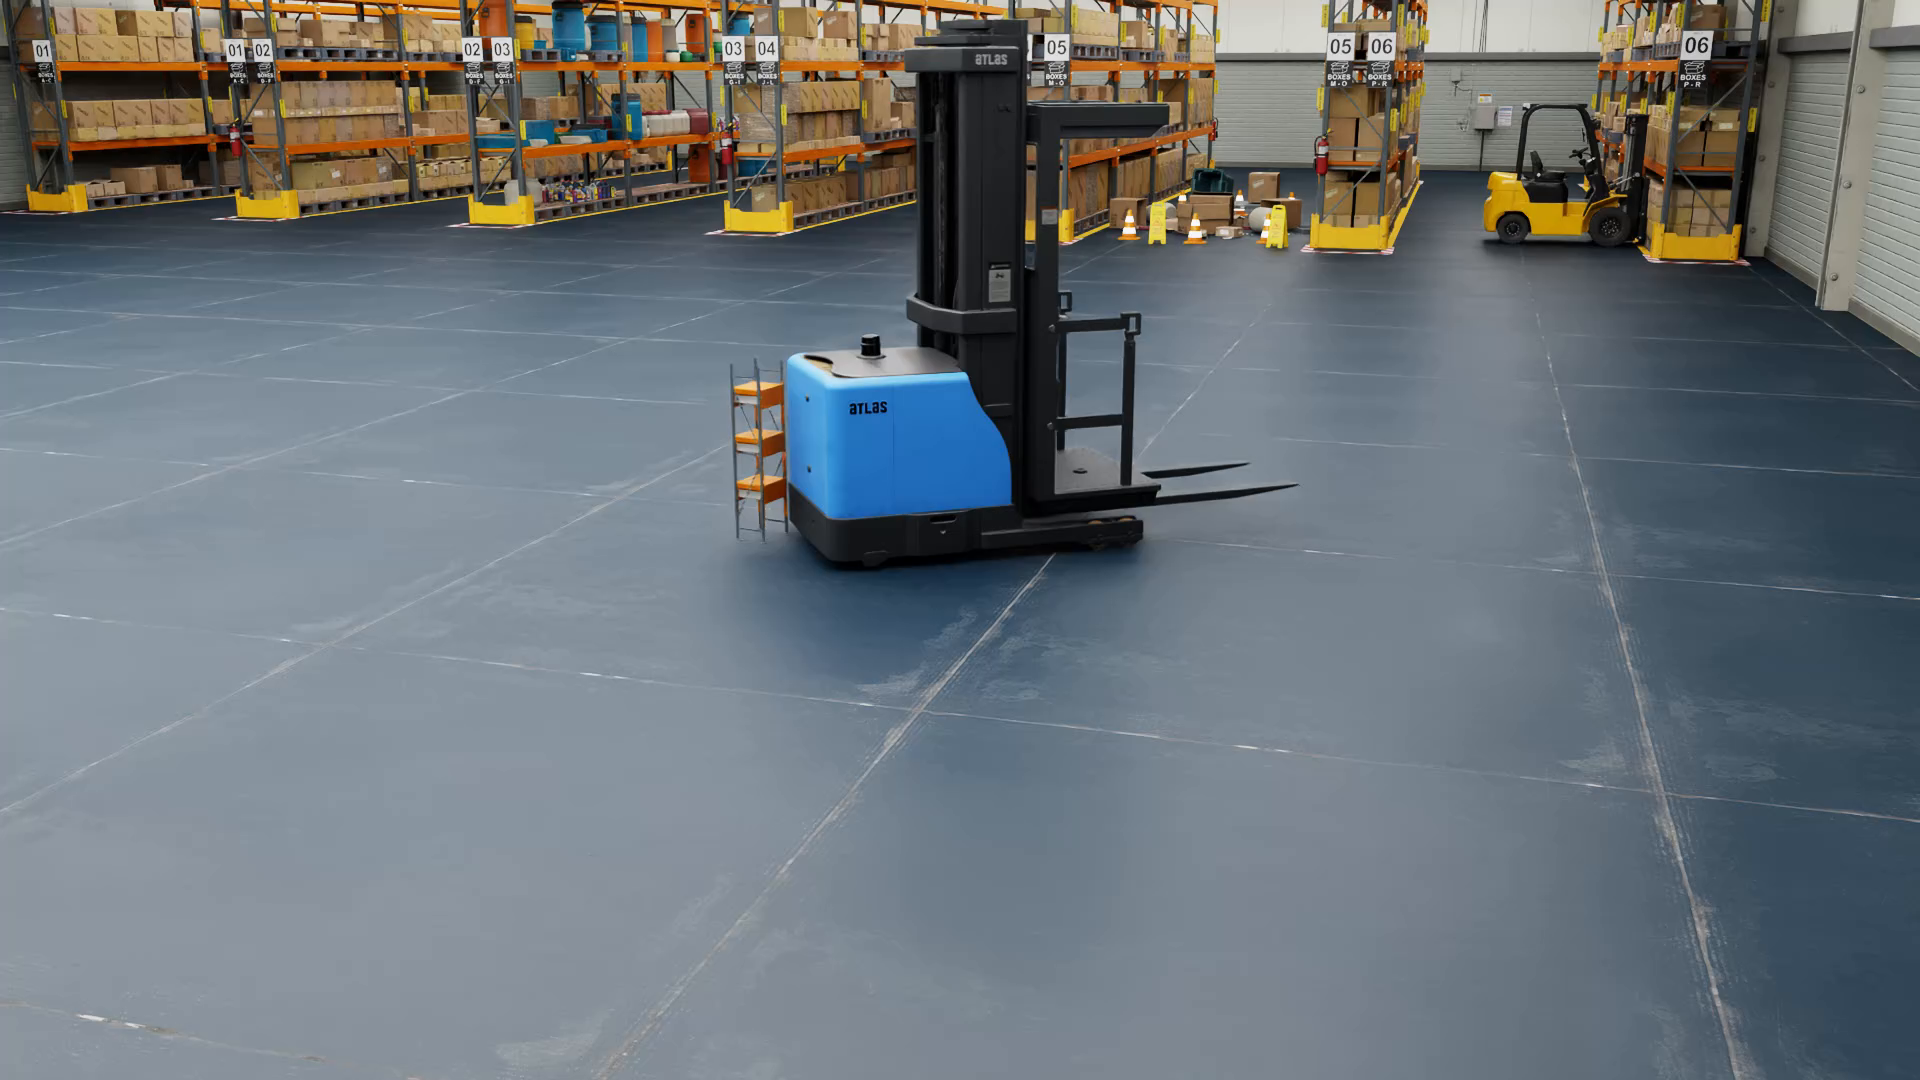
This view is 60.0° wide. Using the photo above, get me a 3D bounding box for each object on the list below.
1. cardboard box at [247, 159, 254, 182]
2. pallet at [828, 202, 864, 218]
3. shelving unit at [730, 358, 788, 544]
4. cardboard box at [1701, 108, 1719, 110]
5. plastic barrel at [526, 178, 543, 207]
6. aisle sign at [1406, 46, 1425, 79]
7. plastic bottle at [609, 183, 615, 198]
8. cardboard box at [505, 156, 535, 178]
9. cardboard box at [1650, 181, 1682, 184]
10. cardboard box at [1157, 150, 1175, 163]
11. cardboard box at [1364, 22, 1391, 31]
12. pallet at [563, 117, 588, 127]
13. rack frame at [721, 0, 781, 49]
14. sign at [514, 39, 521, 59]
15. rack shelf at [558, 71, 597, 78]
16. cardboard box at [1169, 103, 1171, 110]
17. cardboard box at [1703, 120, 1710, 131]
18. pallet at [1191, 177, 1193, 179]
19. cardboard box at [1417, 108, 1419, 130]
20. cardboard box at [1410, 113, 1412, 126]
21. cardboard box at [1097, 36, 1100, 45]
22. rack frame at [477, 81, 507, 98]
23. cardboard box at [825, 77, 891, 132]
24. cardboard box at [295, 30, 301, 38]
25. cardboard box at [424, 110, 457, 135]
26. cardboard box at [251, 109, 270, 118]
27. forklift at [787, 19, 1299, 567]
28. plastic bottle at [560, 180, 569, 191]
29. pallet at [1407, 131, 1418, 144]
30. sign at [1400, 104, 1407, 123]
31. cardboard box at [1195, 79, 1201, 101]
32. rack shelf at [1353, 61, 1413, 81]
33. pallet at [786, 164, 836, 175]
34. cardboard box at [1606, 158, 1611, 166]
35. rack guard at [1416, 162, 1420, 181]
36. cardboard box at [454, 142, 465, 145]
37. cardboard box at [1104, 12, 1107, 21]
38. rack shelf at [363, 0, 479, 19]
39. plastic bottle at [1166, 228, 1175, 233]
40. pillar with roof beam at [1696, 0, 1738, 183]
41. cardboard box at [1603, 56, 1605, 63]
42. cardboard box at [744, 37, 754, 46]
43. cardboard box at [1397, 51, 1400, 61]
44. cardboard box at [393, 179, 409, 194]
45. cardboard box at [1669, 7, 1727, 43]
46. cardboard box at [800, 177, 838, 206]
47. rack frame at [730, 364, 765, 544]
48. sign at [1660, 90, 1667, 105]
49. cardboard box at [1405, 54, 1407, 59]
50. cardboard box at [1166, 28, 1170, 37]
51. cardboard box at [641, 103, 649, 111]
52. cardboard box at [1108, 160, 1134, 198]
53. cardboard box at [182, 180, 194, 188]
[{"bbox_3d":[-16.292,-8.288,37.326,0.700,0.500,0.500,4,16,15],"label":"cardboard box"},{"bbox_3d":[-2.494,-6.273,31.560,1.003,0.211,1.213,5,16,16],"label":"pallet"},{"bbox_3d":[-1.175,-0.523,9.747,0.215,1.050,0.252,8,18,26],"label":"shelving unit"},{"bbox_3d":[11.392,-6.440,25.119,0.380,0.149,0.250,5,17,18],"label":"cardboard box"},{"bbox_3d":[-7.966,-6.445,30.846,0.421,0.512,0.421,0,16,0],"label":"plastic barrel"},{"bbox_3d":[10.892,-11.410,39.795,0.394,0.787,0.004,5,16,16],"label":"aisle sign"},{"bbox_3d":[-6.906,-6.931,32.940,0.061,0.283,0.133,5,17,19],"label":"plastic bottle"},{"bbox_3d":[-10.294,-8.715,38.833,0.500,0.500,0.500,5,17,18],"label":"cardboard box"},{"bbox_3d":[11.044,-5.498,26.154,0.500,0.250,0.500,4,16,15],"label":"cardboard box"},{"bbox_3d":[4.399,-8.348,36.202,0.500,0.250,0.500,4,16,13],"label":"cardboard box"},{"bbox_3d":[6.324,-7.761,25.198,0.380,0.149,0.250,5,16,15],"label":"cardboard box"},{"bbox_3d":[-9.892,-10.363,41.219,1.003,0.211,1.213,5,16,16],"label":"pallet"},{"bbox_3d":[-3.474,-9.633,27.301,1.000,3.000,0.127,5,16,16],"label":"rack frame"},{"bbox_3d":[-7.696,-8.535,28.908,0.100,0.325,0.005,5,16,16],"label":"sign"},{"bbox_3d":[-10.129,-11.229,39.744,1.077,0.370,4.000,5,16,16],"label":"rack shelf"},{"bbox_3d":[4.365,-9.382,36.009,0.380,0.149,0.250,4,16,13],"label":"cardboard box"},{"bbox_3d":[11.142,-6.093,24.441,0.380,0.149,0.250,5,16,16],"label":"cardboard box"},{"bbox_3d":[5.165,-8.632,39.877,1.003,0.211,1.213,5,16,16],"label":"pallet"},{"bbox_3d":[10.263,-9.664,38.221,0.500,0.500,0.500,5,17,18],"label":"cardboard box"},{"bbox_3d":[8.984,-8.618,34.074,0.500,0.250,0.500,5,16,16],"label":"cardboard box"},{"bbox_3d":[2.160,-8.435,28.082,0.380,0.149,0.250,5,16,16],"label":"cardboard box"},{"bbox_3d":[-13.174,-12.085,46.940,1.000,3.000,0.127,5,16,16],"label":"rack frame"},{"bbox_3d":[-1.977,-8.481,32.364,1.000,1.000,1.000,5,17,16],"label":"cardboard box"},{"bbox_3d":[-12.738,-9.653,32.005,0.500,0.311,0.500,7,17,22],"label":"cardboard box"},{"bbox_3d":[-11.308,-9.079,36.159,0.500,0.500,0.500,5,16,16],"label":"cardboard box"},{"bbox_3d":[-13.044,-7.991,31.133,0.380,0.149,0.250,4,16,15],"label":"cardboard box"},{"bbox_3d":[0.546,-1.485,9.695,3.031,2.935,1.130,-6,17,-19],"label":"forklift"},{"bbox_3d":[-7.766,-6.886,32.659,0.144,0.351,0.185,4,16,14],"label":"plastic bottle"},{"bbox_3d":[8.201,-7.784,32.129,1.213,0.211,1.003,5,16,16],"label":"pallet"},{"bbox_3d":[7.687,-7.401,28.840,0.100,0.325,0.005,5,16,16],"label":"sign"},{"bbox_3d":[5.331,-10.513,38.836,0.500,0.500,0.500,5,17,17],"label":"cardboard box"},{"bbox_3d":[7.733,-8.645,30.633,1.077,0.370,4.000,5,16,16],"label":"rack shelf"},{"bbox_3d":[-3.947,-9.763,43.862,1.003,0.211,1.213,5,16,16],"label":"pallet"},{"bbox_3d":[13.841,-7.972,35.062,0.380,0.149,0.250,5,17,19],"label":"cardboard box"},{"bbox_3d":[10.582,-8.968,40.531,1.175,0.500,0.348,5,16,16],"label":"rack guard"},{"bbox_3d":[-13.579,-10.750,44.855,0.380,0.149,0.250,4,16,14],"label":"cardboard box"},{"bbox_3d":[2.305,-8.953,28.445,0.380,0.149,0.250,5,16,16],"label":"cardboard box"},{"bbox_3d":[-11.265,-11.433,35.700,1.077,0.370,4.000,5,16,16],"label":"rack shelf"},{"bbox_3d":[3.559,-5.258,28.254,0.133,0.061,0.283,-1,16,-3],"label":"plastic bottle"},{"bbox_3d":[9.428,-10.496,30.345,9.100,9.000,0.400,5,16,16],"label":"pillar with roof beam"},{"bbox_3d":[14.646,-10.775,37.283,0.380,0.149,0.250,5,16,16],"label":"cardboard box"},{"bbox_3d":[-3.694,-8.406,28.017,0.380,0.149,0.250,5,16,16],"label":"cardboard box"},{"bbox_3d":[6.797,-7.701,26.445,0.380,0.149,0.250,5,17,17],"label":"cardboard box"},{"bbox_3d":[-11.756,-7.304,34.351,0.500,0.250,0.500,5,16,16],"label":"cardboard box"},{"bbox_3d":[11.067,-7.731,24.955,0.700,0.500,0.500,5,17,16],"label":"cardboard box"},{"bbox_3d":[-2.644,-6.541,31.204,0.500,0.500,0.500,11,19,33],"label":"cardboard box"},{"bbox_3d":[-1.231,-0.493,9.643,0.200,1.050,0.008,8,18,26],"label":"rack frame"},{"bbox_3d":[14.731,-9.249,34.818,0.100,0.325,0.005,5,16,16],"label":"sign"},{"bbox_3d":[8.350,-9.229,31.834,0.380,0.149,0.250,5,16,16],"label":"cardboard box"},{"bbox_3d":[4.099,-10.776,35.869,0.797,0.503,0.637,4,16,15],"label":"cardboard box"},{"bbox_3d":[-8.581,-11.346,44.150,0.500,0.500,0.500,5,17,16],"label":"cardboard box"},{"bbox_3d":[2.758,-6.924,32.095,1.050,0.750,0.750,5,16,16],"label":"cardboard box"},{"bbox_3d":[-16.707,-7.652,35.696,0.380,0.166,0.250,2,16,9],"label":"cardboard box"}]
